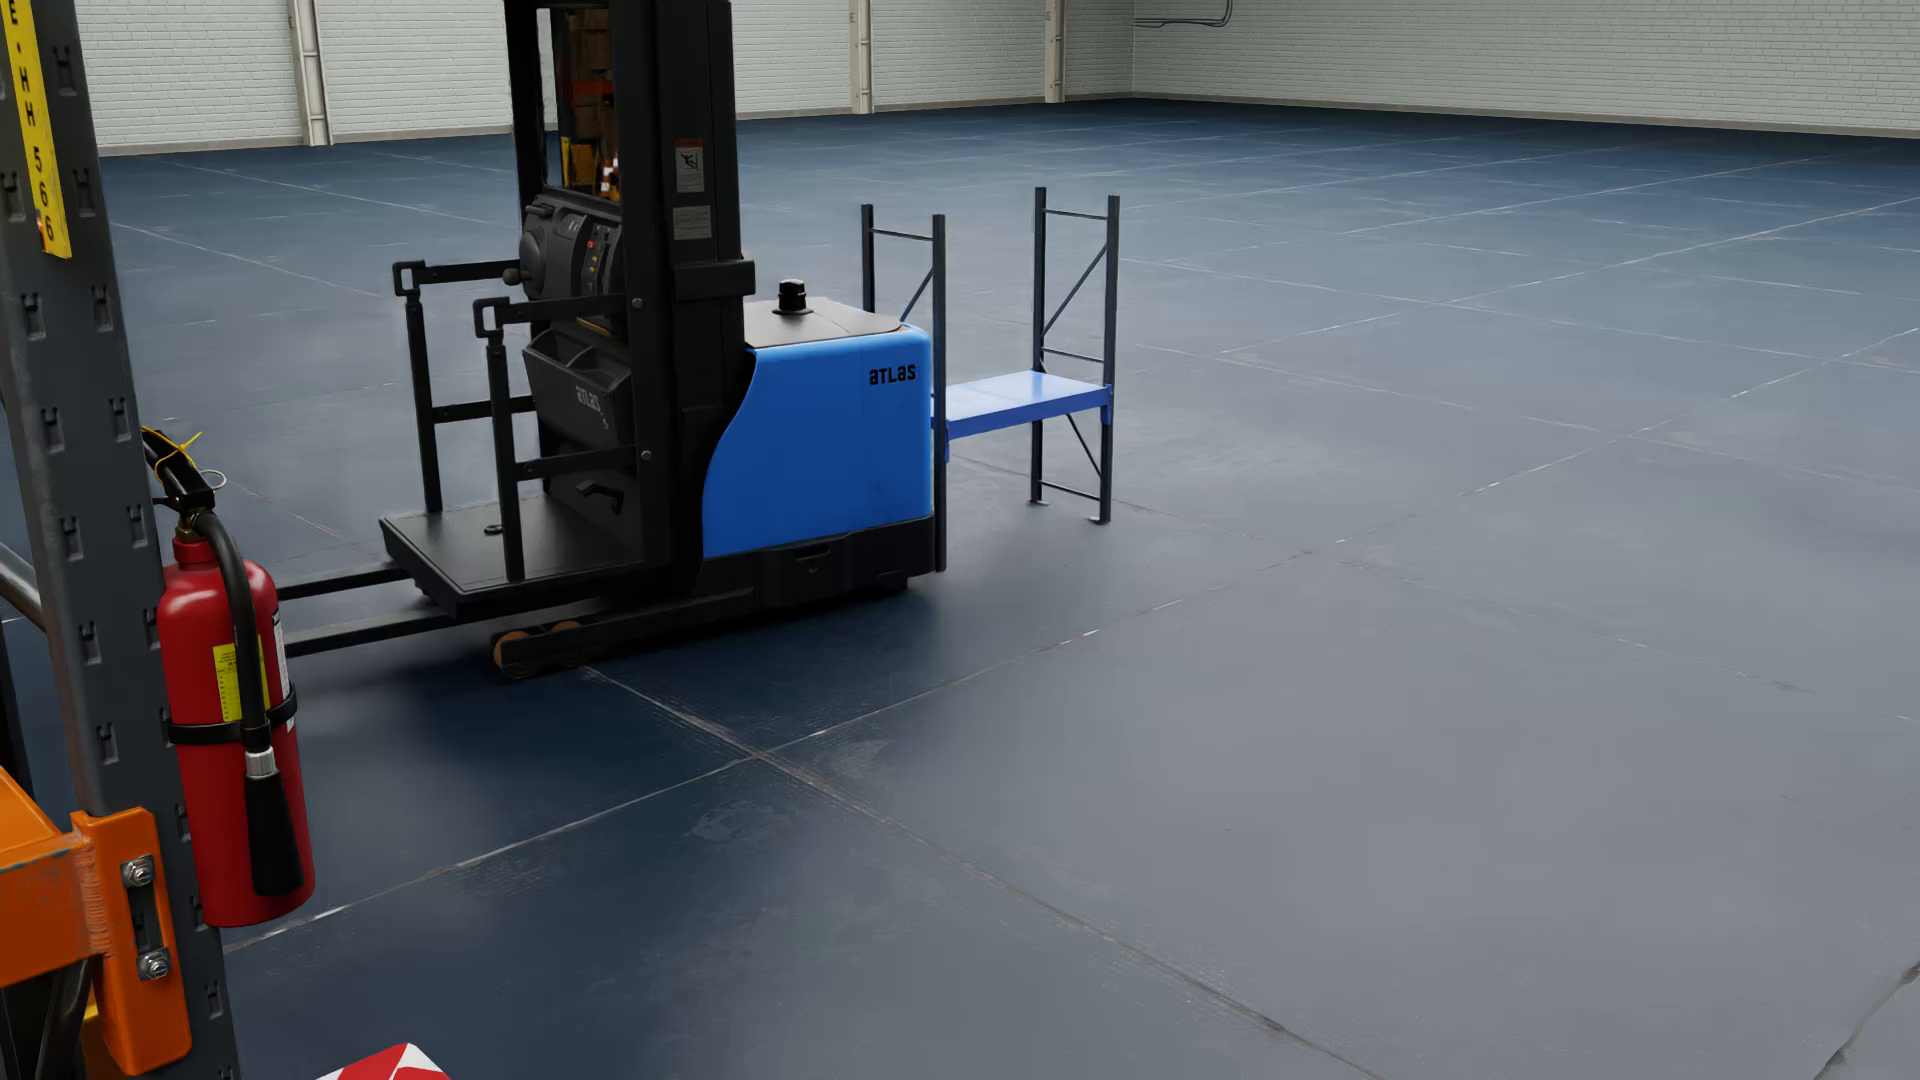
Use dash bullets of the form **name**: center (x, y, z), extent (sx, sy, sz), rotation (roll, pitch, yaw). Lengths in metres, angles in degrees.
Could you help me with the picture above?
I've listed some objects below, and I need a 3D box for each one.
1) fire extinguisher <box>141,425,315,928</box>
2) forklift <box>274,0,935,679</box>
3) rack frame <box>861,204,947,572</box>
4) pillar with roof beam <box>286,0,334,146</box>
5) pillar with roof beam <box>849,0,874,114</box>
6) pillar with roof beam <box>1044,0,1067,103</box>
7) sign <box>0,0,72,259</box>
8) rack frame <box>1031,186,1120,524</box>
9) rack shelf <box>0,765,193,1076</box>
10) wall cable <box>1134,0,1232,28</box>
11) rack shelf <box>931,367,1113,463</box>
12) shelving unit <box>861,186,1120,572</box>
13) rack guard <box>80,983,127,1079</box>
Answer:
- **fire extinguisher**: center (-0.982, 0.177, 2.202), extent (0.183, 0.674, 0.296), rotation (-16, 24, -41)
- **forklift**: center (-1.618, -1.084, 6.075), extent (3.031, 2.935, 1.130), rotation (-11, 21, -31)
- **rack frame**: center (-0.236, -0.638, 7.019), extent (0.032, 1.500, 0.500), rotation (-15, 24, -39)
- **pillar with roof beam**: center (-7.860, -9.979, 23.671), extent (0.400, 9.000, 9.100), rotation (-16, 24, -41)
- **pillar with roof beam**: center (0.859, -12.521, 31.514), extent (0.400, 9.000, 9.100), rotation (-16, 24, -41)
- **pillar with roof beam**: center (5.219, -13.793, 35.435), extent (0.400, 9.000, 9.100), rotation (-16, 24, -41)
- **sign**: center (-1.025, -0.478, 1.835), extent (0.005, 0.325, 0.100), rotation (-16, 24, -41)
- **rack frame**: center (0.521, -0.847, 7.665), extent (0.032, 1.500, 0.500), rotation (-15, 24, -39)
- **rack shelf**: center (-2.840, 0.827, 1.238), extent (4.000, 0.370, 1.077), rotation (-16, 24, -41)
- **wall cable**: center (5.310, -13.608, 39.901), extent (0.112, 2.526, 3.097), rotation (-16, 24, -41)
- **rack shelf**: center (0.143, -0.571, 7.398), extent (1.000, 0.185, 0.538), rotation (-15, 24, -39)
- **shelving unit**: center (0.143, -0.742, 7.342), extent (1.048, 1.500, 0.538), rotation (-15, 24, -39)
- **rack guard**: center (-1.370, 1.245, 2.835), extent (0.348, 0.500, 1.175), rotation (-16, 24, -41)
